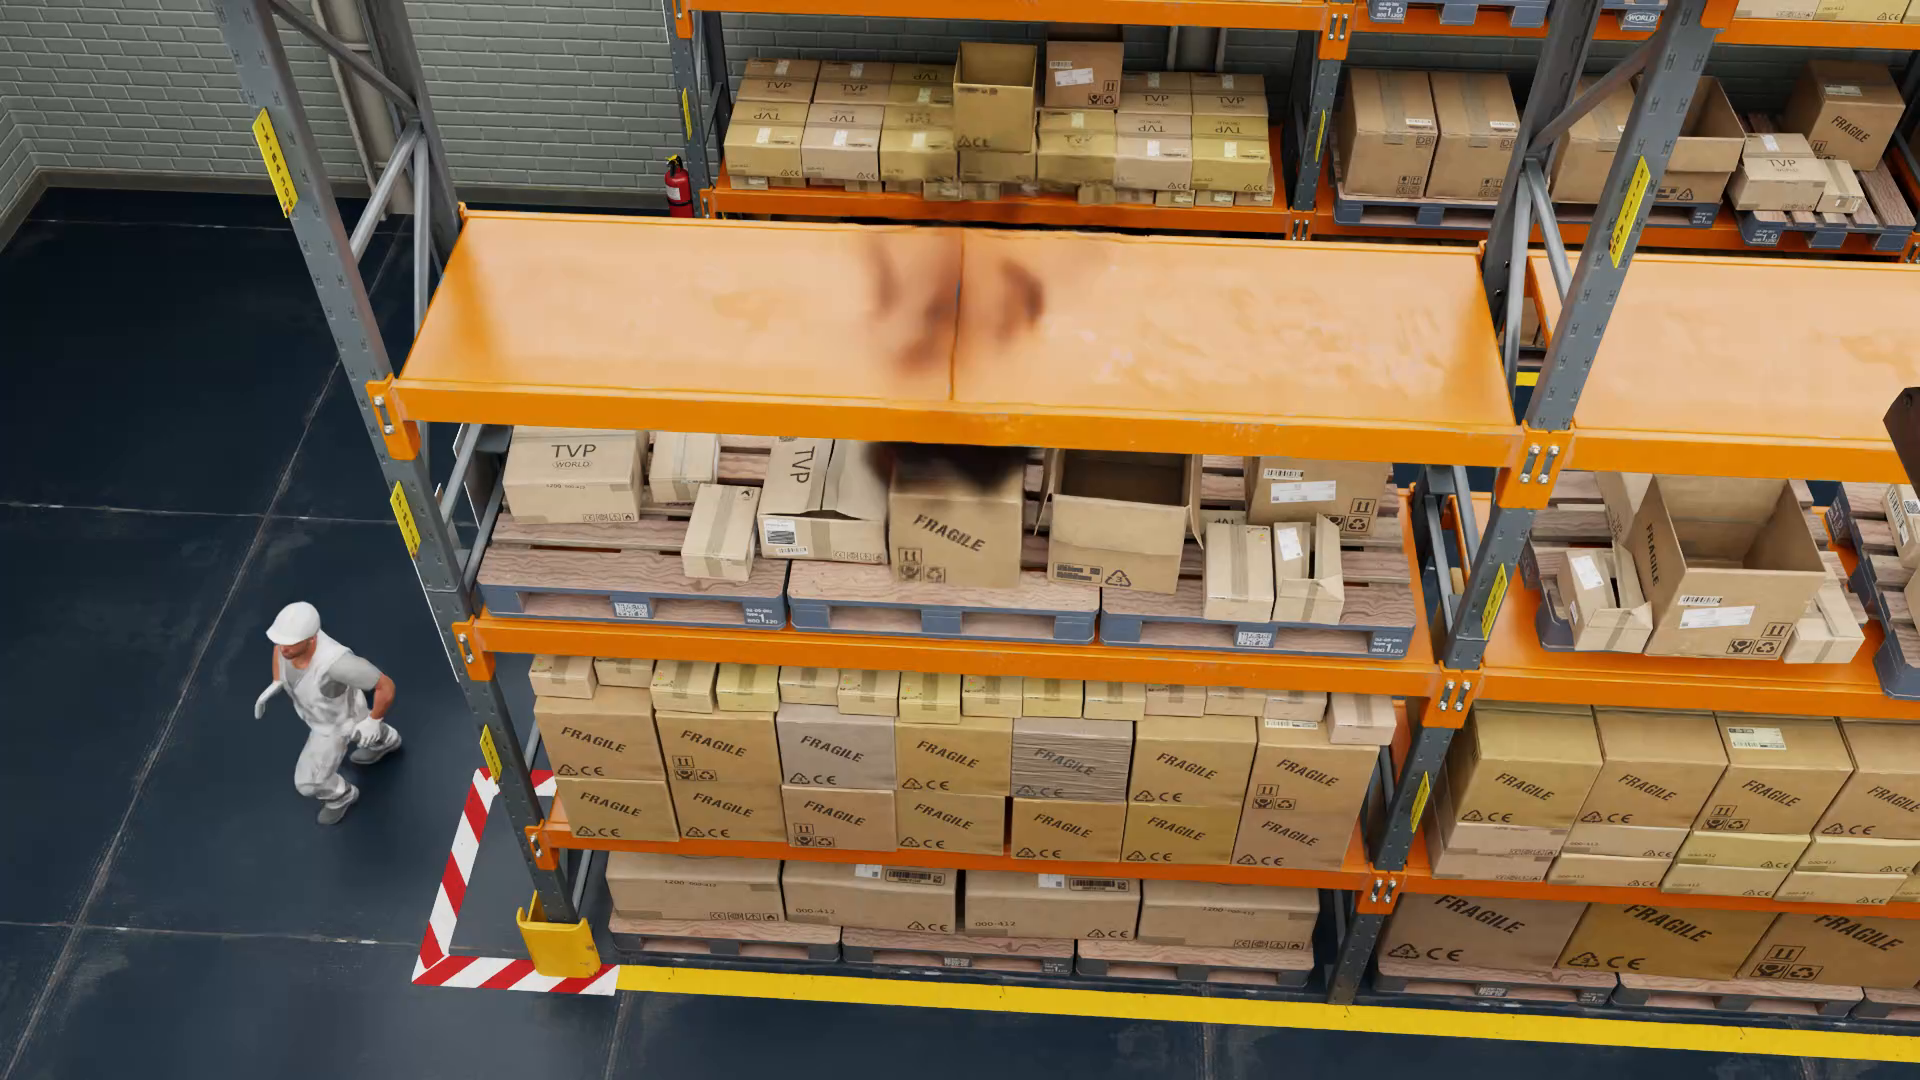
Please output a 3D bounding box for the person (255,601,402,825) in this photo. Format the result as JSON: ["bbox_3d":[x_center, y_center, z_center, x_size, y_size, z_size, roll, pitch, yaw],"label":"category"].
[{"bbox_3d":[-3.289,0.915,8.738,0.717,1.792,0.686,35,56,27],"label":"person"}]
